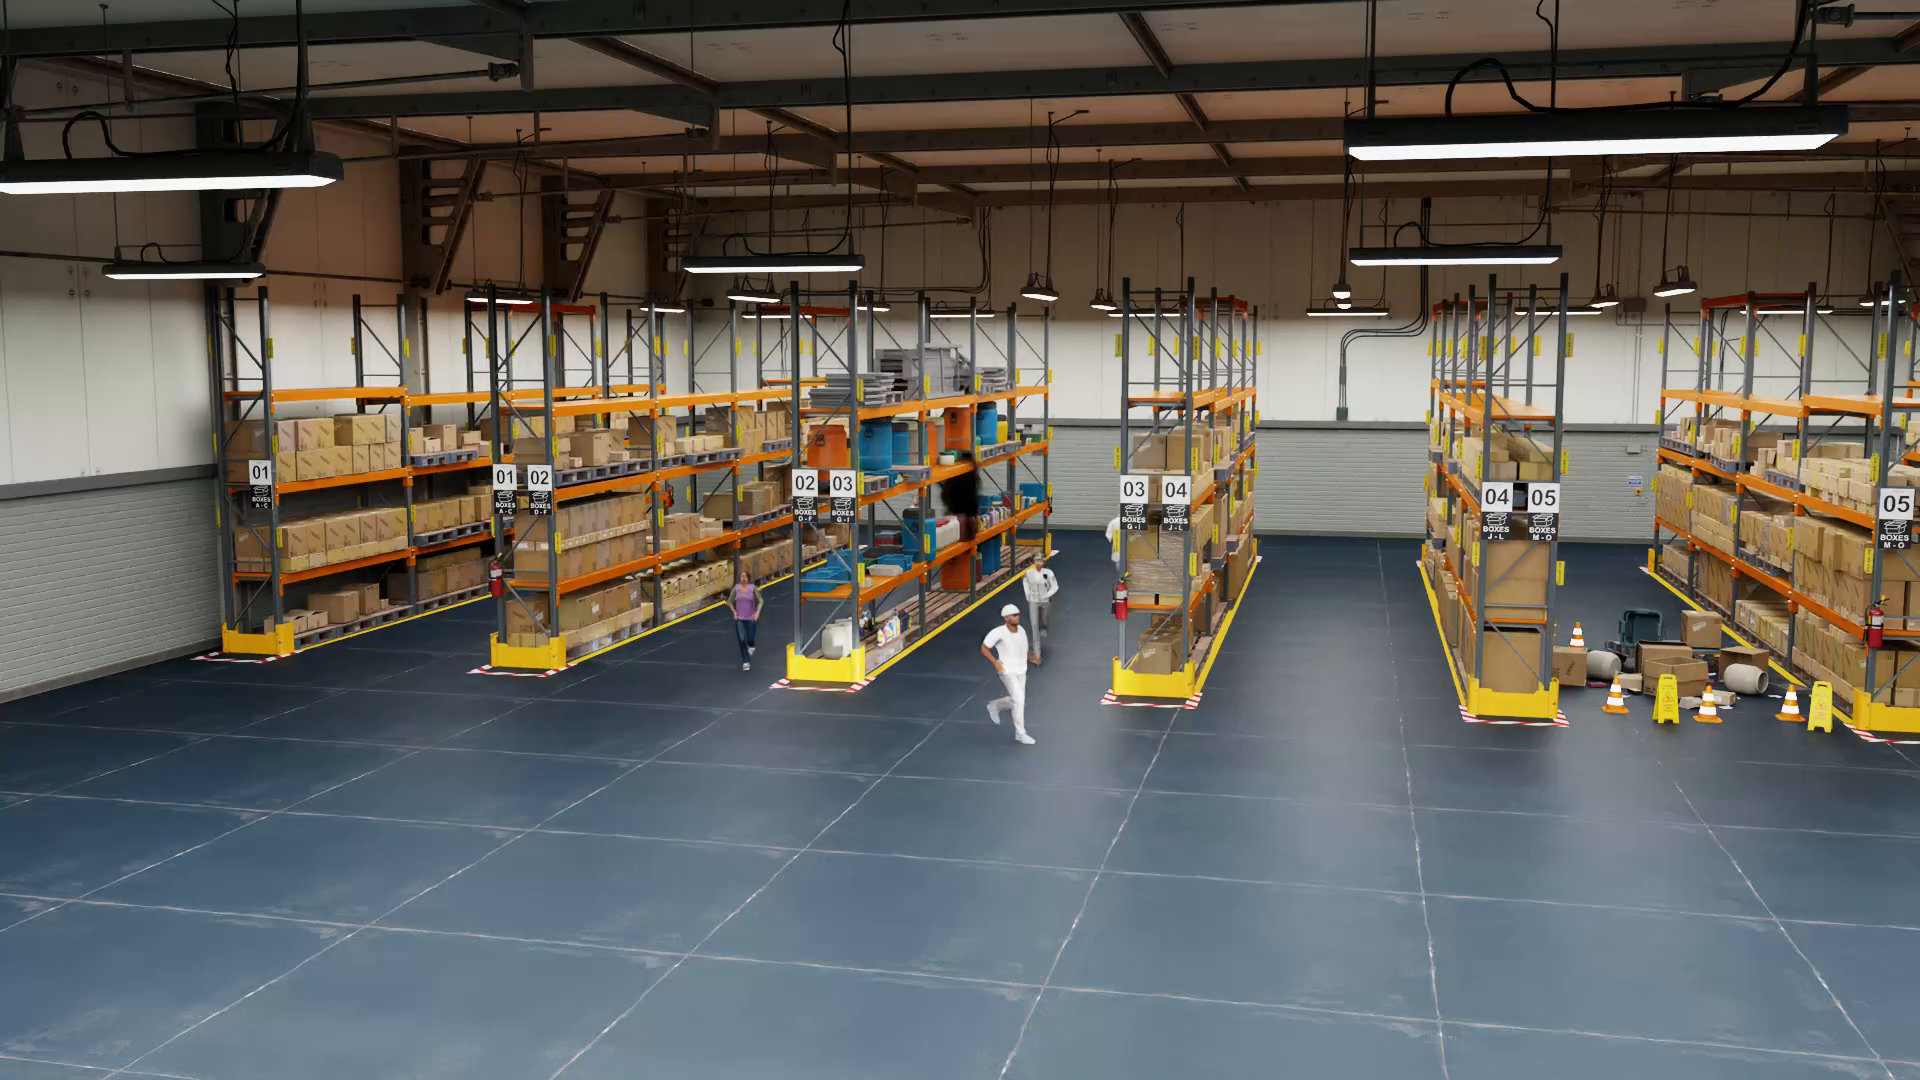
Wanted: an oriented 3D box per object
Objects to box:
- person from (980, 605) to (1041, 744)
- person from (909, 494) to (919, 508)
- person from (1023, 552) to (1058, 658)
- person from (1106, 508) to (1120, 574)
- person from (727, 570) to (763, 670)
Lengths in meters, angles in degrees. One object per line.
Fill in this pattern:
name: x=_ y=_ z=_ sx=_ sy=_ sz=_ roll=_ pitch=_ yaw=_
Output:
person: x=0.632 y=1.697 z=21.358 sx=0.872 sy=1.761 sz=0.700 roll=6 pitch=9 yaw=43
person: x=-0.959 y=-0.209 z=38.079 sx=0.592 sy=1.730 sz=0.858 roll=1 pitch=7 yaw=9
person: x=1.329 y=1.037 z=27.449 sx=0.586 sy=1.700 sz=1.077 roll=0 pitch=7 yaw=2
person: x=3.353 y=0.201 z=34.197 sx=0.722 sy=1.778 sz=1.068 roll=2 pitch=7 yaw=15
person: x=-3.387 y=1.238 z=26.197 sx=0.547 sy=1.570 sz=0.578 roll=0 pitch=7 yaw=-4
